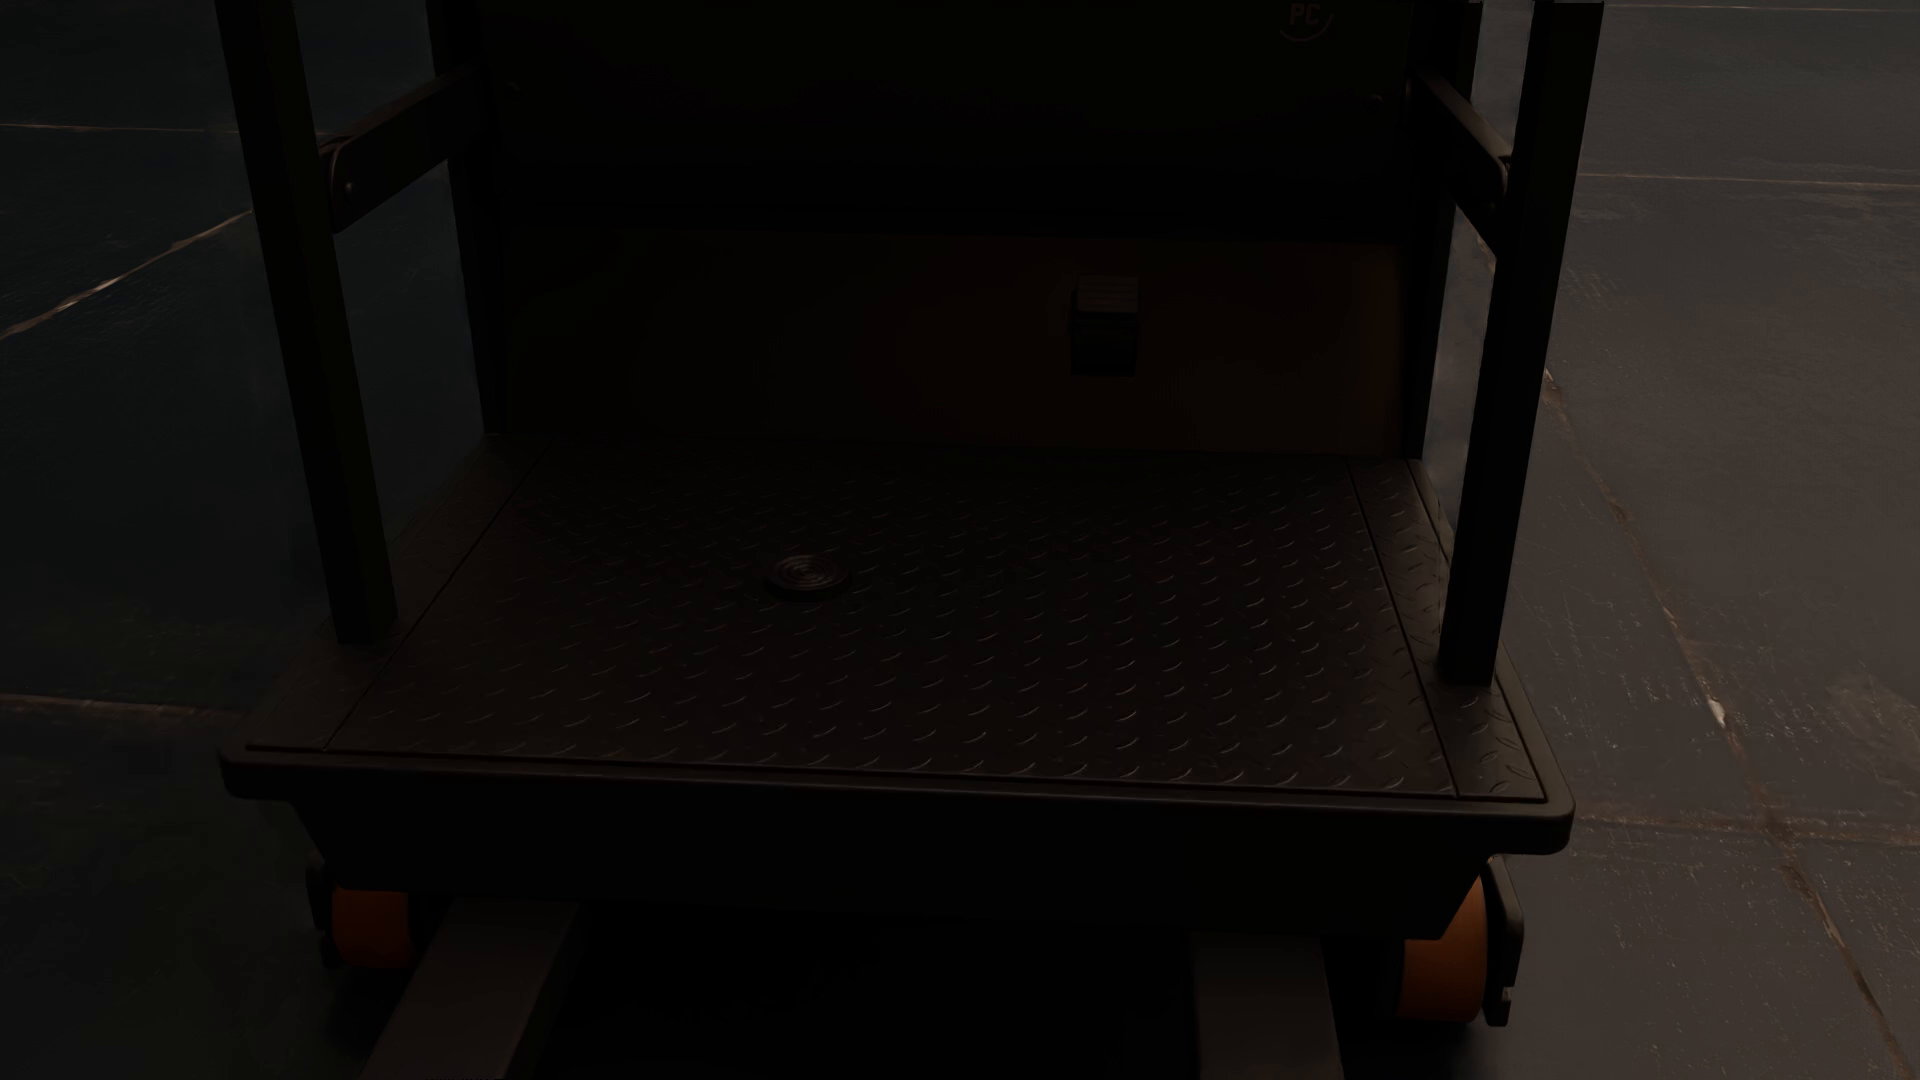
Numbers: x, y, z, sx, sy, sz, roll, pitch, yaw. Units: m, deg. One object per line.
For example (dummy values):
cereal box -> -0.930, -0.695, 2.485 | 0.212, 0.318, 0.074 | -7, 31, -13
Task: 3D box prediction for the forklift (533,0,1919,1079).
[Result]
forklift -> 0.165, -1.027, 1.275 | 1.130, 2.935, 3.031 | -7, 27, -13
